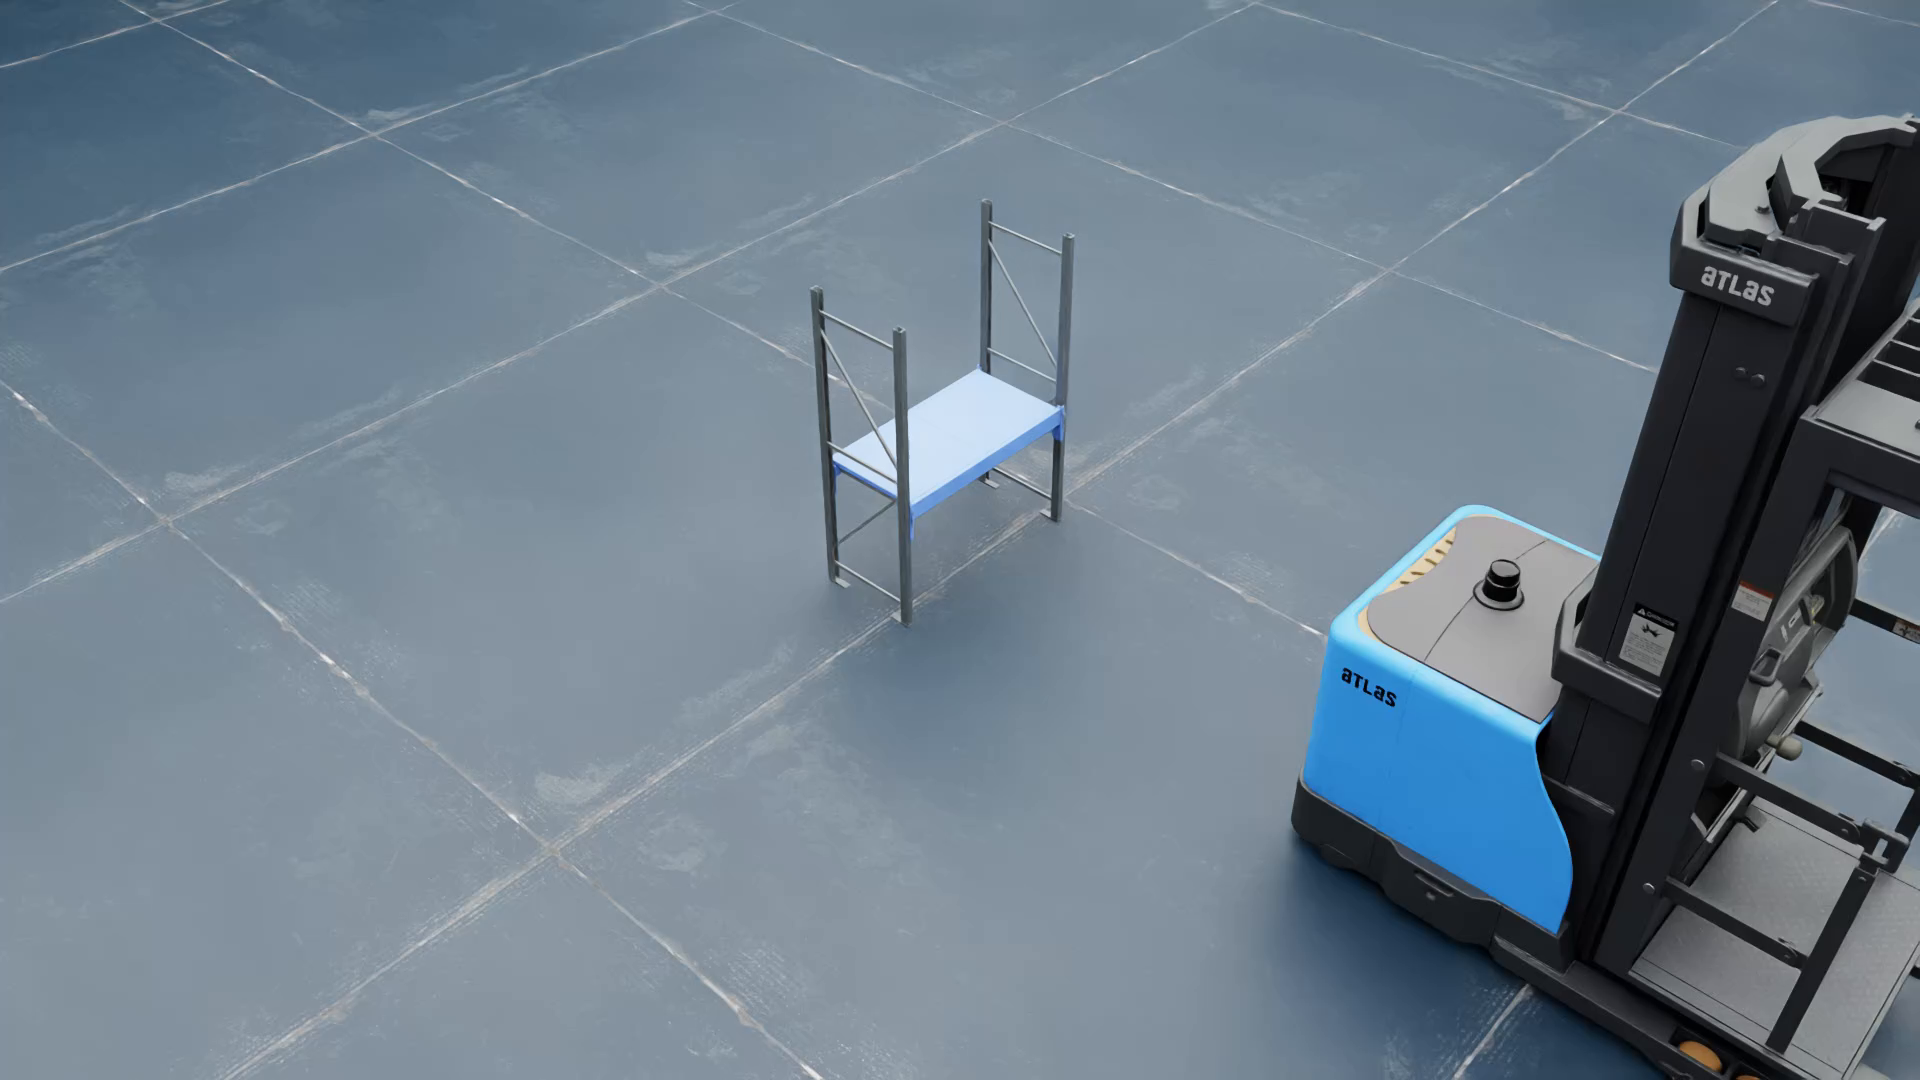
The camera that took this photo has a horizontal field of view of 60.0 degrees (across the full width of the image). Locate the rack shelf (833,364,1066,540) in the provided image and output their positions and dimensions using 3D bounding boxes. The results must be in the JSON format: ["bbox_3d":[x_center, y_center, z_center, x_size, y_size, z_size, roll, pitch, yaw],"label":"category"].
[{"bbox_3d":[-0.058,-0.407,7.346,0.538,0.185,1.000,30,47,32],"label":"rack shelf"}]

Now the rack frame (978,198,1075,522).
[{"bbox_3d":[0.285,-0.781,7.528,0.500,1.500,0.032,30,47,32],"label":"rack frame"}]

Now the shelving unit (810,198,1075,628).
[{"bbox_3d":[-0.058,-0.548,7.234,0.538,1.500,1.048,30,47,32],"label":"shelving unit"}]

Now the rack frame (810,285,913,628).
[{"bbox_3d":[-0.400,-0.314,6.940,0.500,1.500,0.032,30,47,32],"label":"rack frame"}]

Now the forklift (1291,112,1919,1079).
[{"bbox_3d":[2.681,0.376,4.922,3.031,2.935,1.130,30,47,32],"label":"forklift"}]
